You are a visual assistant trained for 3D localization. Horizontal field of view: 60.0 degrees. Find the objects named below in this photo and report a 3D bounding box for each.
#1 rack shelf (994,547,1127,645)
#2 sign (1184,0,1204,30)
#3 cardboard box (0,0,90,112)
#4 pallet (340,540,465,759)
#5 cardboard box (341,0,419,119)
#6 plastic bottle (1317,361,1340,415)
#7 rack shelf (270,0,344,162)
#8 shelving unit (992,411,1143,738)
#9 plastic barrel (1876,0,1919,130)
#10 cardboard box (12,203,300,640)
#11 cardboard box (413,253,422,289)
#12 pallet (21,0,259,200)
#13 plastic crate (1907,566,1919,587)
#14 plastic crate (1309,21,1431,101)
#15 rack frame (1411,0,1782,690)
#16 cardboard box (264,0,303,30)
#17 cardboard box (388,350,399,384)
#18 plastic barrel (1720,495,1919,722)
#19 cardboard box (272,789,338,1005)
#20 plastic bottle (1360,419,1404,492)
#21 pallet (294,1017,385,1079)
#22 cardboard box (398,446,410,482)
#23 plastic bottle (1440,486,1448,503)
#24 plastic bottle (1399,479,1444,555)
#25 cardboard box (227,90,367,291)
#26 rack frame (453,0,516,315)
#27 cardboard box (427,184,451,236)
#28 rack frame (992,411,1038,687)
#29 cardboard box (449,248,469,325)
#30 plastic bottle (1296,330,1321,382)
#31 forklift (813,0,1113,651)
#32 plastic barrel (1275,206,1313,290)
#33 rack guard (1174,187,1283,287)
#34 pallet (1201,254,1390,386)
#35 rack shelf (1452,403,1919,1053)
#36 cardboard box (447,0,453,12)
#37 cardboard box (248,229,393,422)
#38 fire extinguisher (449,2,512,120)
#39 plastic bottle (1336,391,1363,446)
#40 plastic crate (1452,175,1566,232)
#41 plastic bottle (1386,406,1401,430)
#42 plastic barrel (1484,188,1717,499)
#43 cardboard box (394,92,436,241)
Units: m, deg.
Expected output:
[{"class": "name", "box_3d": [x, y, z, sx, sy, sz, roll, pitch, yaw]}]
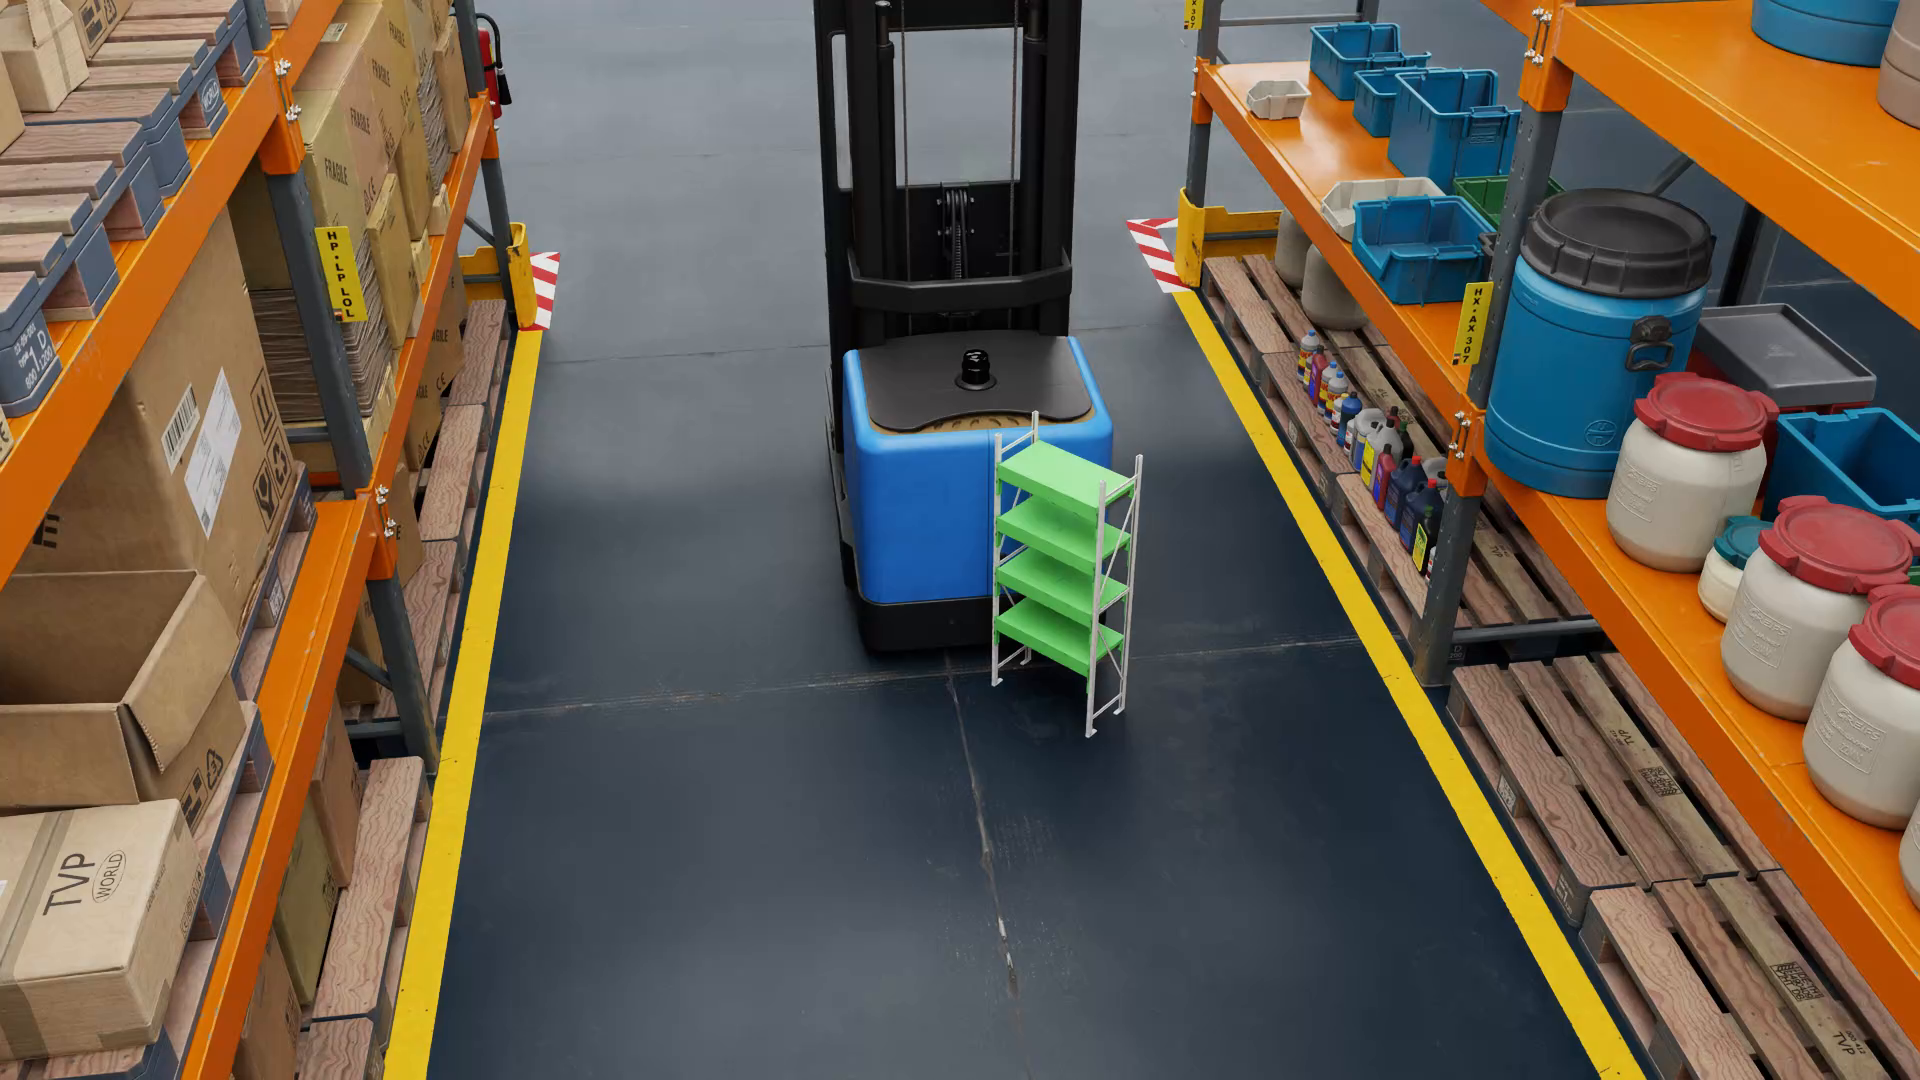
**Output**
[{"class": "rack shelf", "box_3d": [0.399, 0.199, 6.505, 0.480, 0.148, 0.258, 26, 42, 33]}, {"class": "sign", "box_3d": [1.306, -3.004, 9.249, 0.100, 0.325, 0.005, -4, 35, -6]}, {"class": "cardboard box", "box_3d": [-2.293, -1.162, 3.874, 0.396, 0.266, 0.258, -3, 34, -5]}, {"class": "pallet", "box_3d": [-2.644, 0.459, 6.889, 1.003, 0.211, 1.213, -4, 35, -6]}, {"class": "cardboard box", "box_3d": [-2.541, -2.005, 6.788, 0.500, 0.500, 0.500, -4, 35, -6]}, {"class": "plastic bottle", "box_3d": [1.832, -0.757, 8.229, 0.097, 0.271, 0.097, 0, 34, 0]}, {"class": "rack shelf", "box_3d": [-2.788, -2.380, 6.554, 1.077, 0.370, 4.000, -4, 35, -6]}, {"class": "shelving unit", "box_3d": [0.399, 0.147, 6.469, 0.503, 1.200, 0.258, 26, 42, 33]}, {"class": "plastic barrel", "box_3d": [2.761, -1.511, 4.195, 0.600, 0.901, 0.600, 0, 34, 0]}, {"class": "cardboard box", "box_3d": [-2.551, -0.289, 4.605, 1.000, 1.000, 1.000, -4, 34, -6]}, {"class": "cardboard box", "box_3d": [-2.442, -1.056, 6.859, 0.380, 0.149, 0.250, -4, 35, -6]}, {"class": "pallet", "box_3d": [-2.541, -1.131, 4.249, 1.213, 0.211, 1.003, -4, 35, -6]}, {"class": "plastic crate", "box_3d": [2.903, 0.341, 4.774, 0.450, 0.188, 0.662, -4, 35, -6]}, {"class": "plastic crate", "box_3d": [2.215, -2.611, 9.049, 0.499, 0.251, 0.616, -4, 35, -6]}, {"class": "rack frame", "box_3d": [2.389, -0.697, 6.109, 1.000, 3.000, 0.127, -4, 35, -6]}, {"class": "cardboard box", "box_3d": [-2.326, -1.770, 5.153, 0.500, 0.250, 0.500, -6, 35, -8]}, {"class": "cardboard box", "box_3d": [-2.331, -0.638, 6.246, 0.380, 0.149, 0.250, -4, 35, -6]}, {"class": "plastic barrel", "box_3d": [2.399, 0.207, 4.662, 0.433, 0.535, 0.433, 0, 34, 0]}, {"class": "cardboard box", "box_3d": [-2.412, 1.141, 5.240, 0.700, 0.500, 0.500, -5, 35, -7]}, {"class": "plastic bottle", "box_3d": [1.948, -0.409, 7.648, 0.144, 0.351, 0.185, -5, 35, -7]}, {"class": "pallet", "box_3d": [-2.245, 1.947, 4.705, 1.003, 0.211, 1.213, -4, 35, -6]}, {"class": "cardboard box", "box_3d": [-2.779, -0.348, 7.444, 0.500, 0.500, 0.500, -7, 35, -11]}, {"class": "plastic bottle", "box_3d": [2.160, -0.132, 7.242, 0.144, 0.351, 0.185, -4, 35, -6]}, {"class": "plastic bottle", "box_3d": [2.017, -0.121, 7.226, 0.144, 0.351, 0.185, -5, 35, -8]}, {"class": "cardboard box", "box_3d": [-2.327, -1.169, 5.561, 0.500, 0.500, 0.500, -4, 35, -6]}, {"class": "rack frame", "box_3d": [-3.057, -2.554, 8.834, 1.000, 3.000, 0.127, -4, 35, -6]}, {"class": "cardboard box", "box_3d": [-2.508, -1.477, 7.477, 0.380, 0.149, 0.250, -4, 35, -6]}, {"class": "rack frame", "box_3d": [0.215, 0.056, 6.602, 0.015, 1.200, 0.240, 26, 42, 33]}, {"class": "cardboard box", "box_3d": [-2.989, -1.345, 8.906, 0.500, 0.500, 0.500, 2, 34, 2]}, {"class": "plastic bottle", "box_3d": [1.786, -0.948, 8.509, 0.097, 0.271, 0.097, 0, 34, 0]}, {"class": "forklift", "box_3d": [-0.082, -1.563, 7.441, 1.130, 2.935, 3.031, -4, 35, -6]}, {"class": "plastic barrel", "box_3d": [2.015, -1.713, 9.436, 0.421, 0.512, 0.421, 0, 34, 0]}, {"class": "rack guard", "box_3d": [1.908, -1.857, 10.031, 1.175, 0.500, 0.348, -4, 35, -6]}, {"class": "pallet", "box_3d": [2.012, -1.284, 9.446, 1.003, 0.211, 1.213, -4, 35, -6]}, {"class": "rack shelf", "box_3d": [2.658, 0.717, 4.674, 1.077, 0.370, 4.000, -4, 35, -6]}, {"class": "cardboard box", "box_3d": [-2.738, -2.843, 8.017, 0.500, 0.500, 0.500, -4, 35, -6]}, {"class": "cardboard box", "box_3d": [-2.518, -0.742, 5.822, 0.875, 0.500, 0.500, -4, 35, -6]}, {"class": "fire extinguisher", "box_3d": [-2.615, -2.620, 9.000, 0.296, 0.674, 0.183, -4, 35, -6]}, {"class": "plastic bottle", "box_3d": [1.873, -0.588, 7.981, 0.097, 0.271, 0.097, 0, 34, 0]}, {"class": "plastic crate", "box_3d": [2.486, -1.388, 7.311, 0.450, 0.188, 0.662, -4, 35, -6]}, {"class": "plastic bottle", "box_3d": [2.035, -0.480, 7.812, 0.061, 0.283, 0.133, -4, 35, -6]}, {"class": "plastic barrel", "box_3d": [2.141, -0.665, 5.617, 0.600, 0.901, 0.708, -4, 35, -6]}, {"class": "cardboard box", "box_3d": [-2.744, -1.577, 7.047, 0.875, 0.500, 0.500, -4, 35, -6]}]
